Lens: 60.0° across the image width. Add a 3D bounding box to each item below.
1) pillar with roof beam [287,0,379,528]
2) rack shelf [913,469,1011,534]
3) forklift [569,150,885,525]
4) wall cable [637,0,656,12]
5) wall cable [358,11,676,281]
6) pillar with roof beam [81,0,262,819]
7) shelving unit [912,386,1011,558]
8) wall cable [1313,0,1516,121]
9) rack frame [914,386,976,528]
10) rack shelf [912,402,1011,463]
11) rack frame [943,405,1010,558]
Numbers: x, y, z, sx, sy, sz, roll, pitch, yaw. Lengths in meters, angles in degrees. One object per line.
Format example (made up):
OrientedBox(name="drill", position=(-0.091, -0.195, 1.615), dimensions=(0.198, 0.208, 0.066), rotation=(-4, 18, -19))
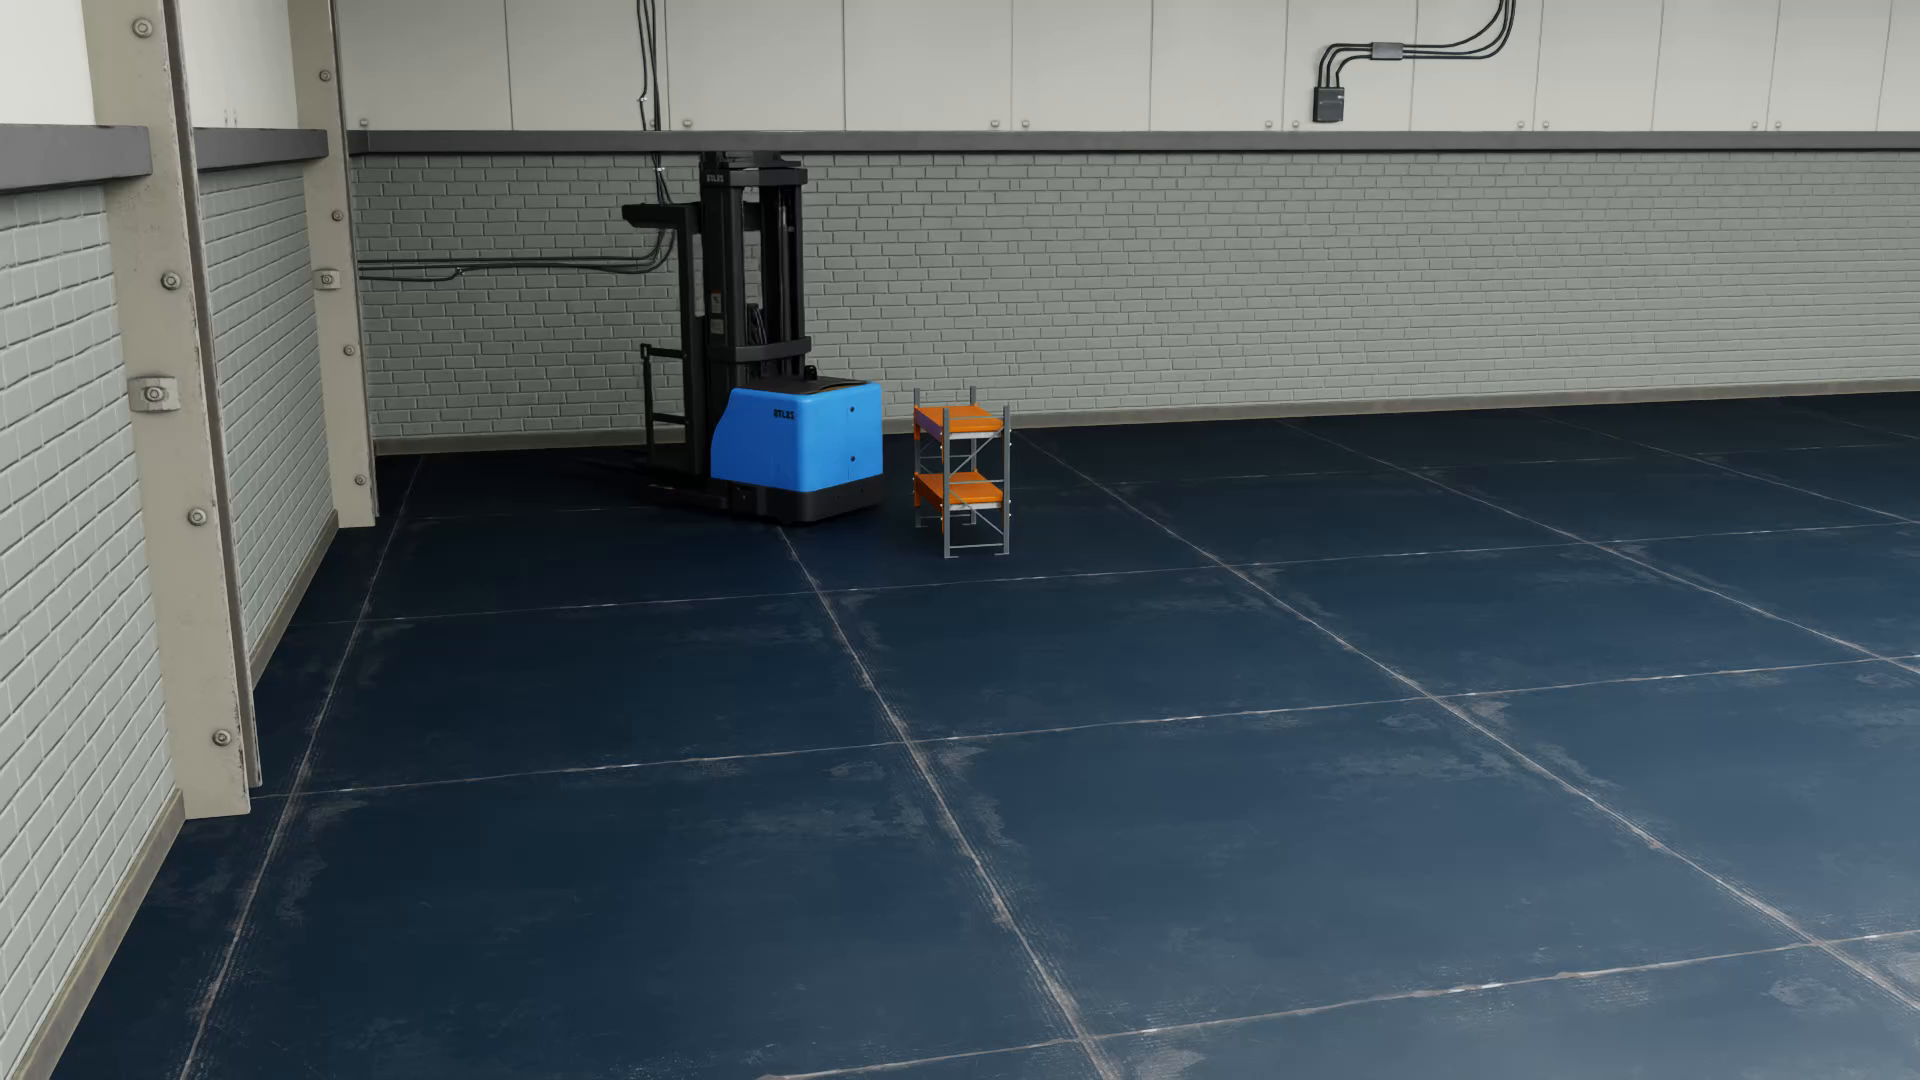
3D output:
OrientedBox(name="pillar with roof beam", position=(-0.725, -4.761, 13.455), dimensions=(9.100, 9.000, 0.400), rotation=(-3, 14, -13))
OrientedBox(name="rack shelf", position=(0.002, -0.307, 12.845), dimensions=(0.538, 0.278, 1.000), rotation=(-3, 14, -13))
OrientedBox(name="forklift", position=(-2.121, -1.800, 14.118), dimensions=(3.031, 2.935, 1.130), rotation=(10, 17, 35))
OrientedBox(name="wall cable", position=(-1.687, -6.370, 15.943), dimensions=(3.097, 2.526, 0.112), rotation=(-3, 14, -13))
OrientedBox(name="wall cable", position=(-4.316, -3.766, 15.925), dimensions=(3.097, 2.526, 0.112), rotation=(-3, 14, -13))
OrientedBox(name="pillar with roof beam", position=(0.684, -3.377, 7.789), dimensions=(9.100, 9.000, 0.400), rotation=(-3, 14, -13))
OrientedBox(name="shelving unit", position=(0.002, -0.545, 12.787), dimensions=(0.538, 1.125, 1.048), rotation=(-3, 14, -13))
OrientedBox(name="wall cable", position=(4.915, -7.452, 17.304), dimensions=(2.305, 6.003, 0.169), rotation=(-3, 14, -13))
OrientedBox(name="rack frame", position=(-0.118, -0.662, 13.267), dimensions=(0.500, 1.125, 0.032), rotation=(-3, 14, -13))
OrientedBox(name="rack shelf", position=(0.002, -0.829, 12.718), dimensions=(0.538, 0.278, 1.000), rotation=(-3, 14, -13))
OrientedBox(name="rack frame", position=(0.121, -0.428, 12.307), dimensions=(0.500, 1.125, 0.032), rotation=(-3, 14, -13))
